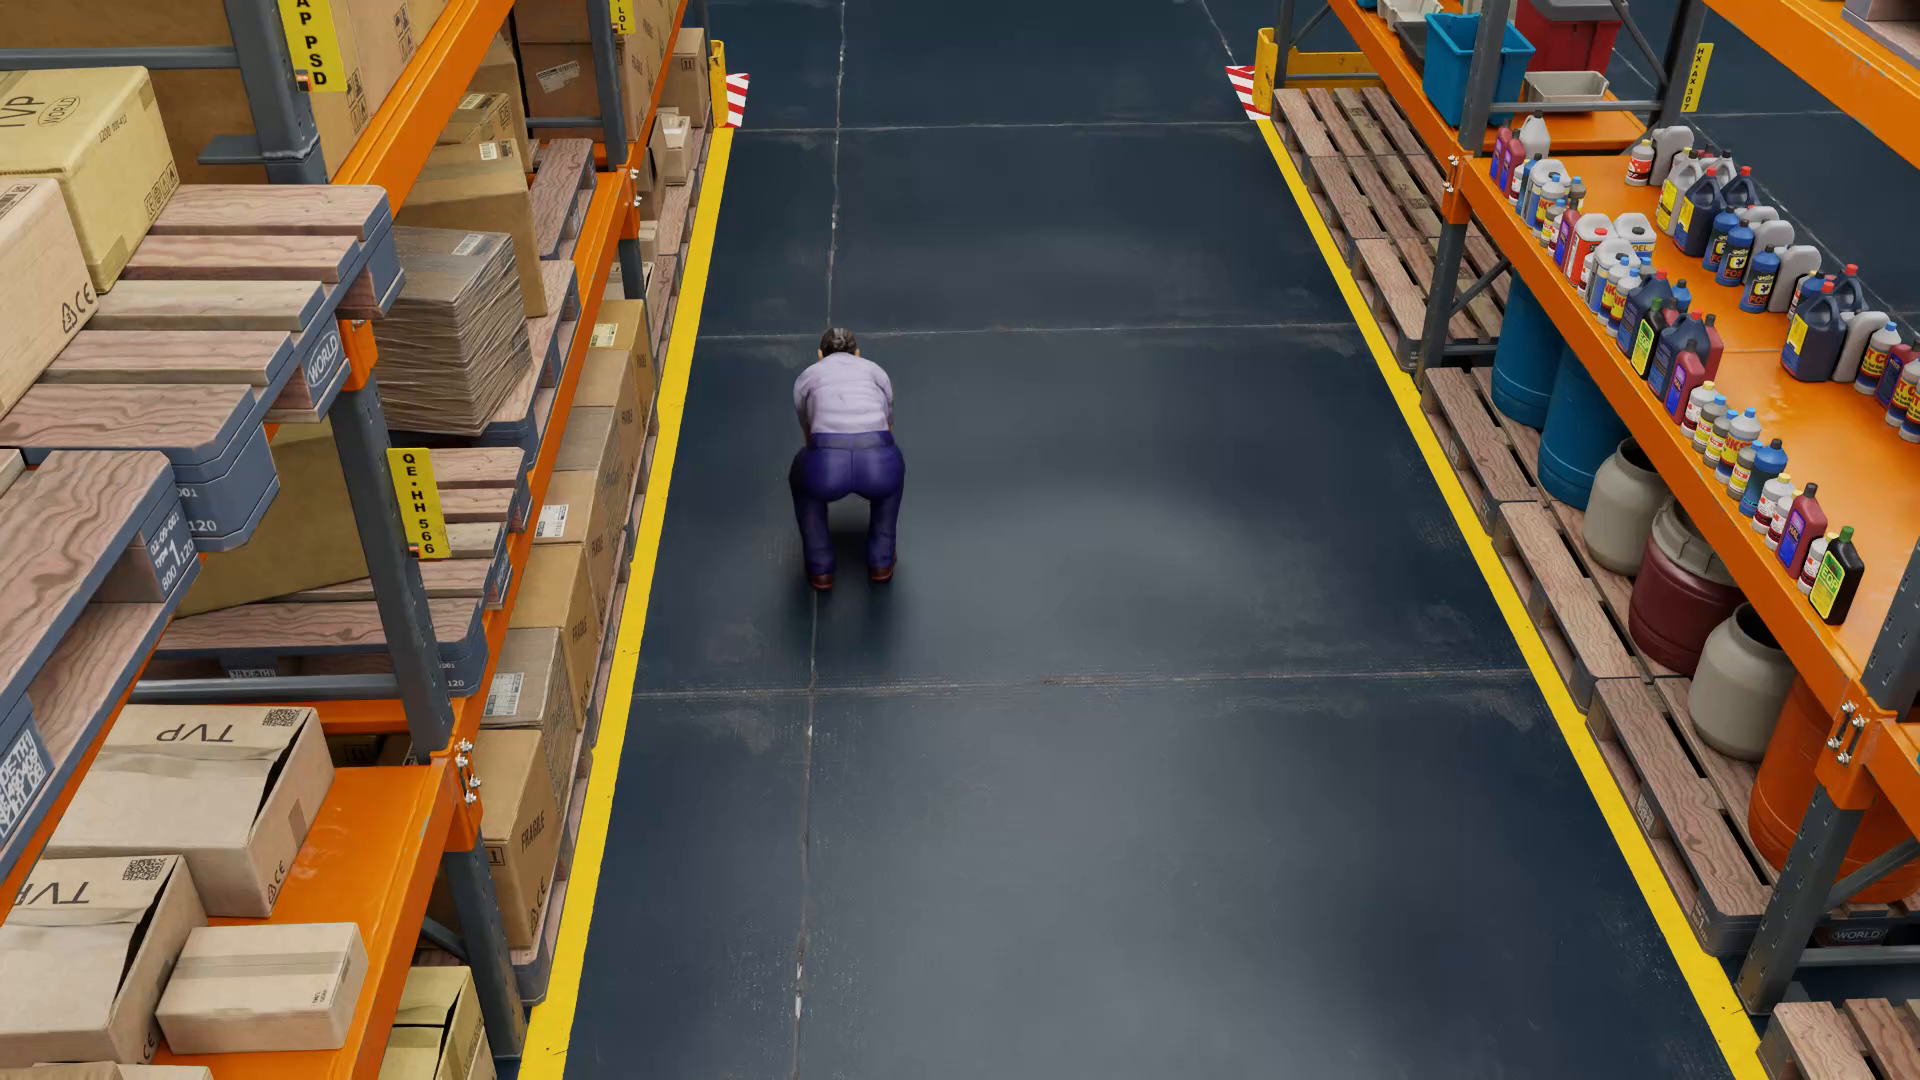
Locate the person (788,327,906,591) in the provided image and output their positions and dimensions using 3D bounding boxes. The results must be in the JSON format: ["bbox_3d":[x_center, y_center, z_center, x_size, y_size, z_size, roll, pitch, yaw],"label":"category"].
[{"bbox_3d":[-0.491,-0.330,7.215,0.514,0.964,0.889,-3,36,-4],"label":"person"}]
